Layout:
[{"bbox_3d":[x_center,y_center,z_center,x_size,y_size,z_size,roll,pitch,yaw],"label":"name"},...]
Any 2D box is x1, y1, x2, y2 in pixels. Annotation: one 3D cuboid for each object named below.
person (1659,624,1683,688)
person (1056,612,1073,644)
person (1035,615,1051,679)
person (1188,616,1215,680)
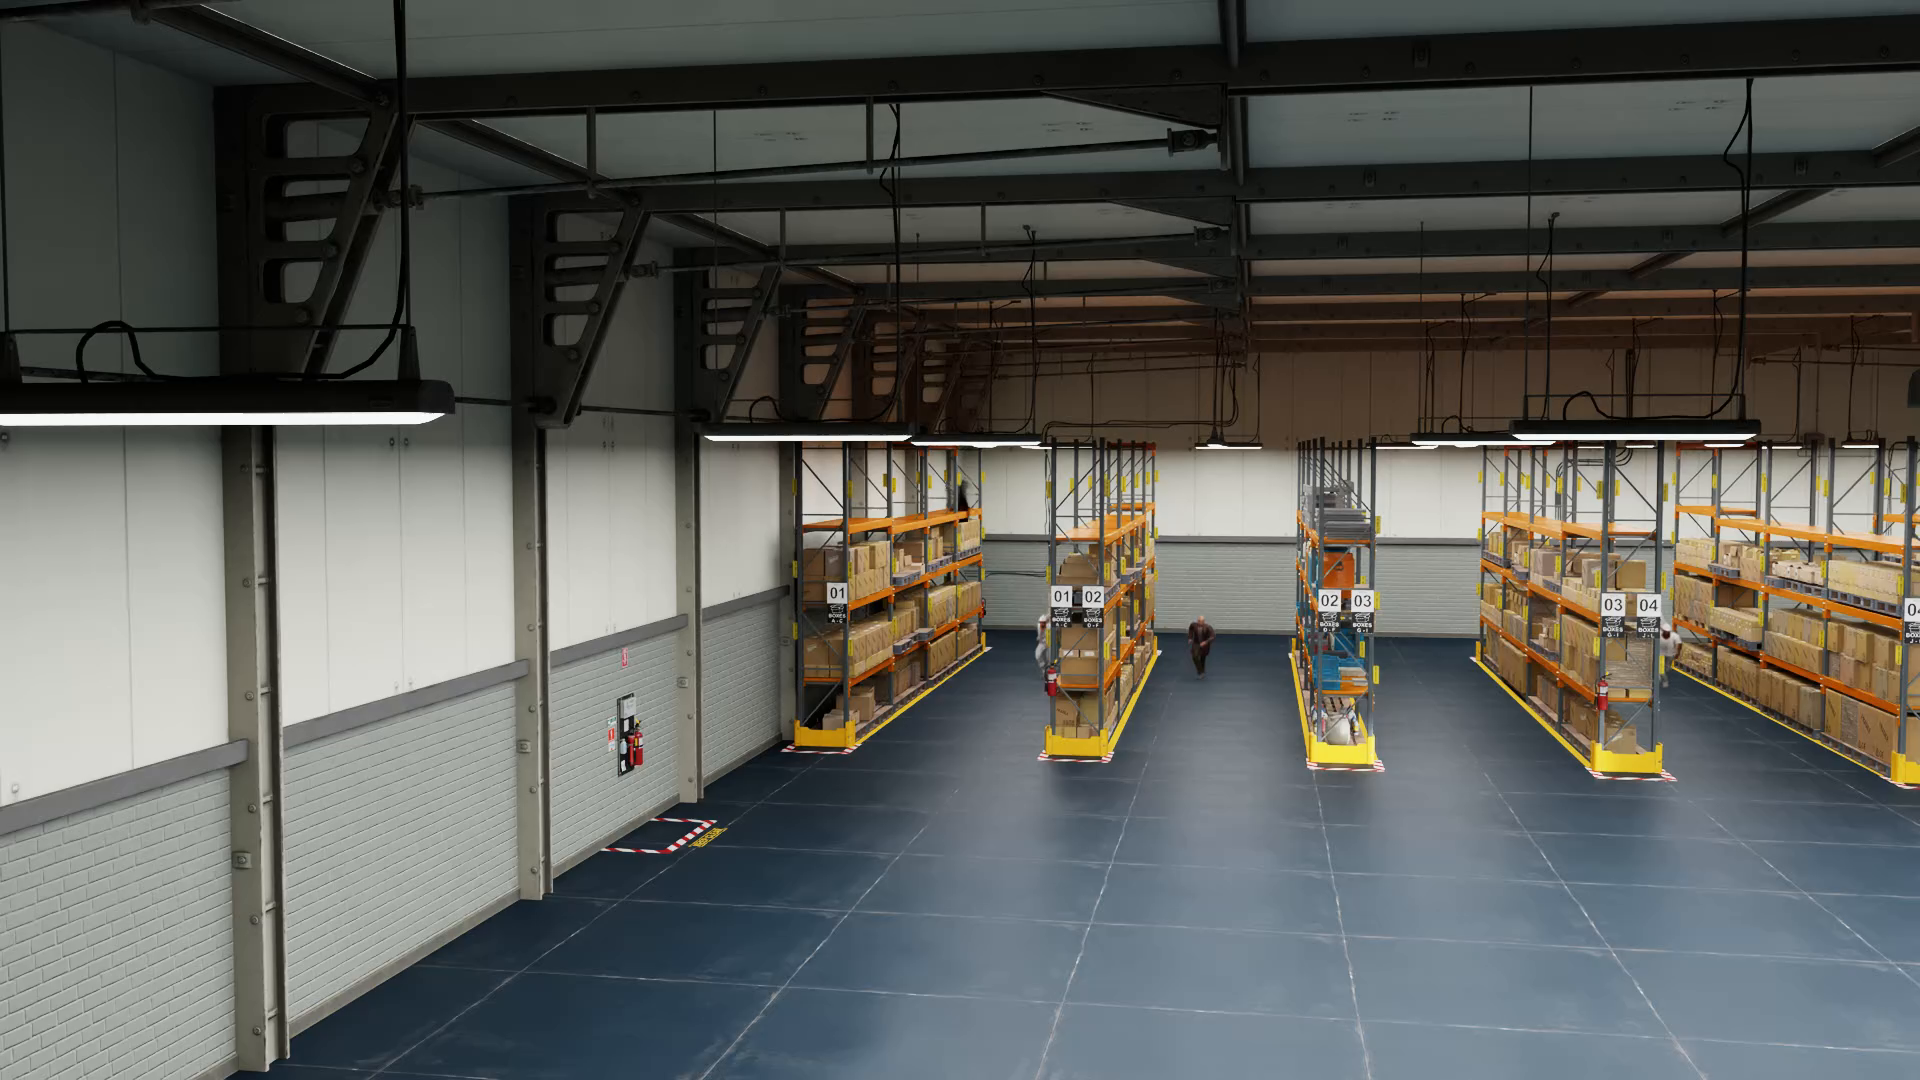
[{"bbox_3d":[17.181,2.796,40.449,0.705,1.582,1.041,1,3,20],"label":"person"},{"bbox_3d":[3.196,2.236,49.618,0.616,1.705,0.776,2,4,38],"label":"person"},{"bbox_3d":[2.188,2.672,42.034,0.683,1.596,1.118,1,3,25],"label":"person"},{"bbox_3d":[6.156,2.686,42.213,0.707,1.619,1.104,1,3,15],"label":"person"}]
